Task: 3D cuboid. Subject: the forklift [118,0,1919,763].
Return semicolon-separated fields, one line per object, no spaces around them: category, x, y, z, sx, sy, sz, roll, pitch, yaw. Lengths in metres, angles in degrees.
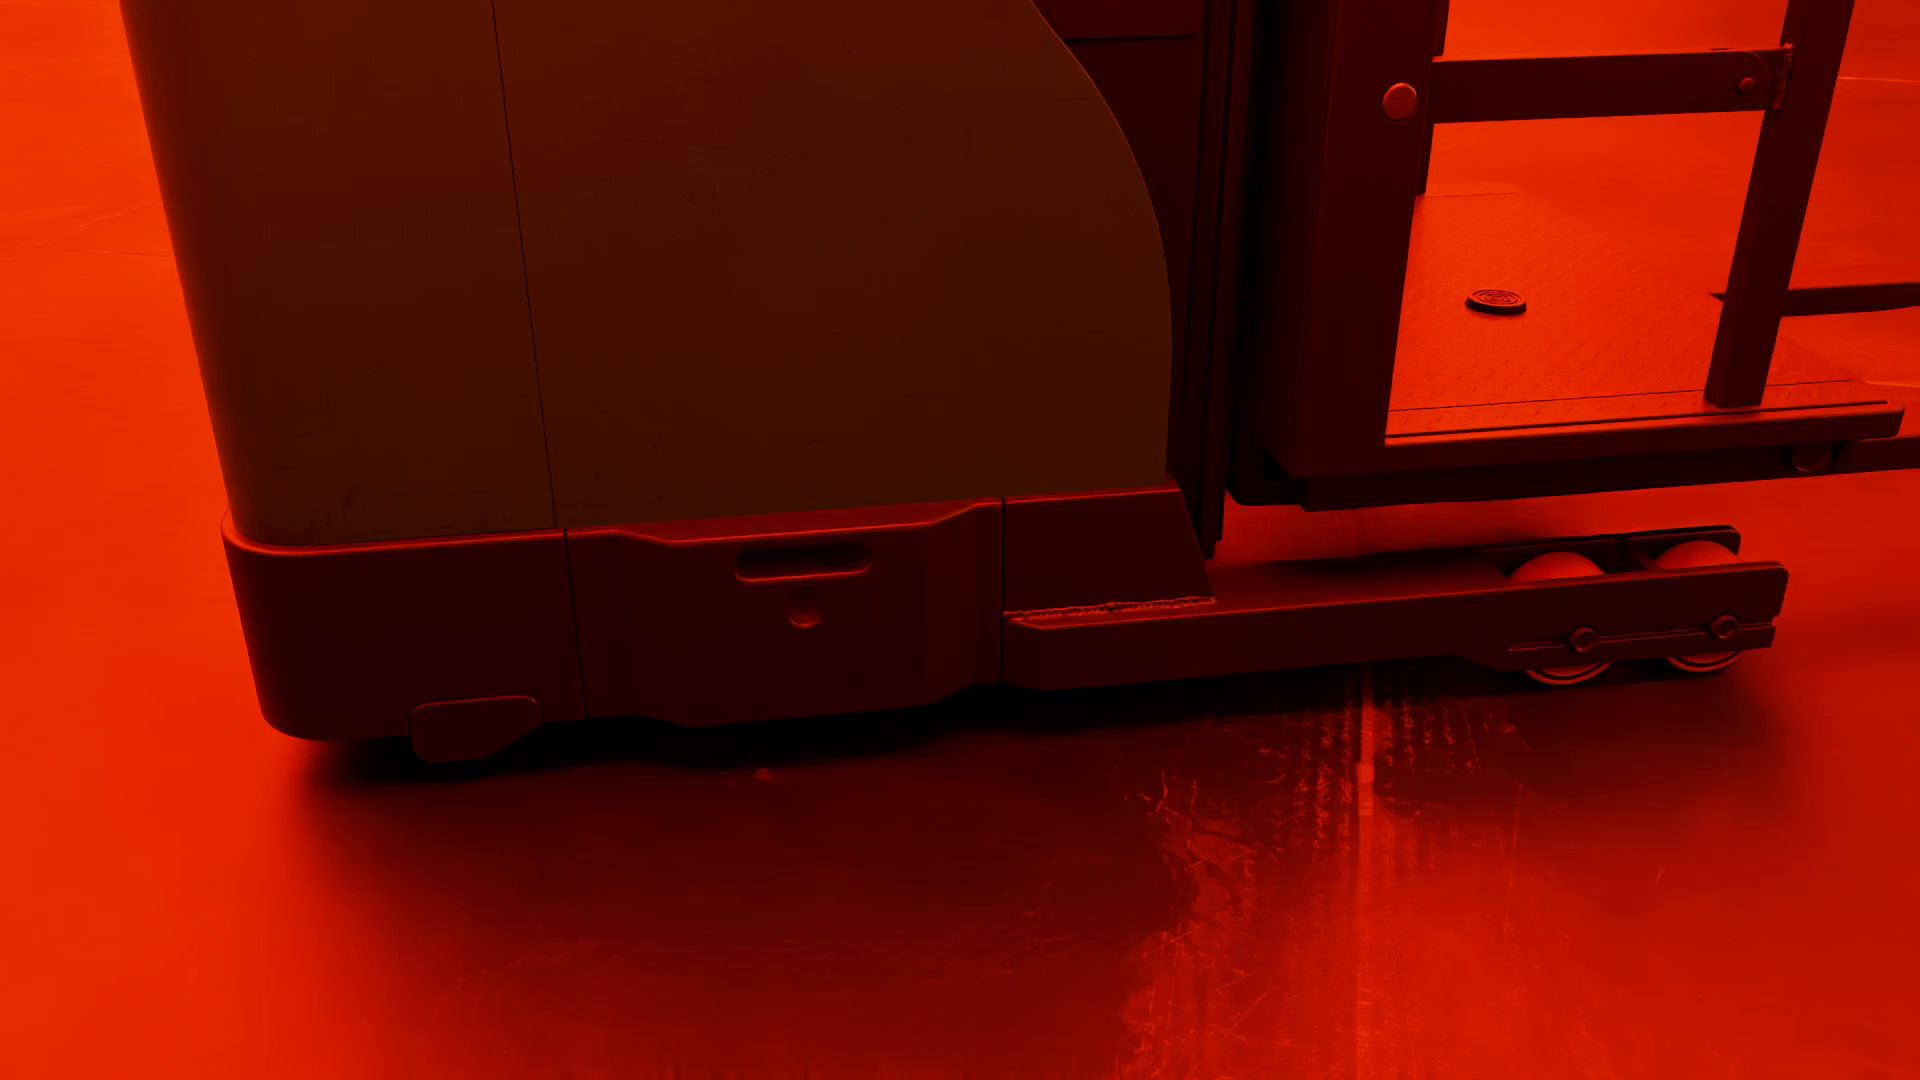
forklift;0.600;-1.354;1.930;3.031;2.935;1.130;-4;27;-9
